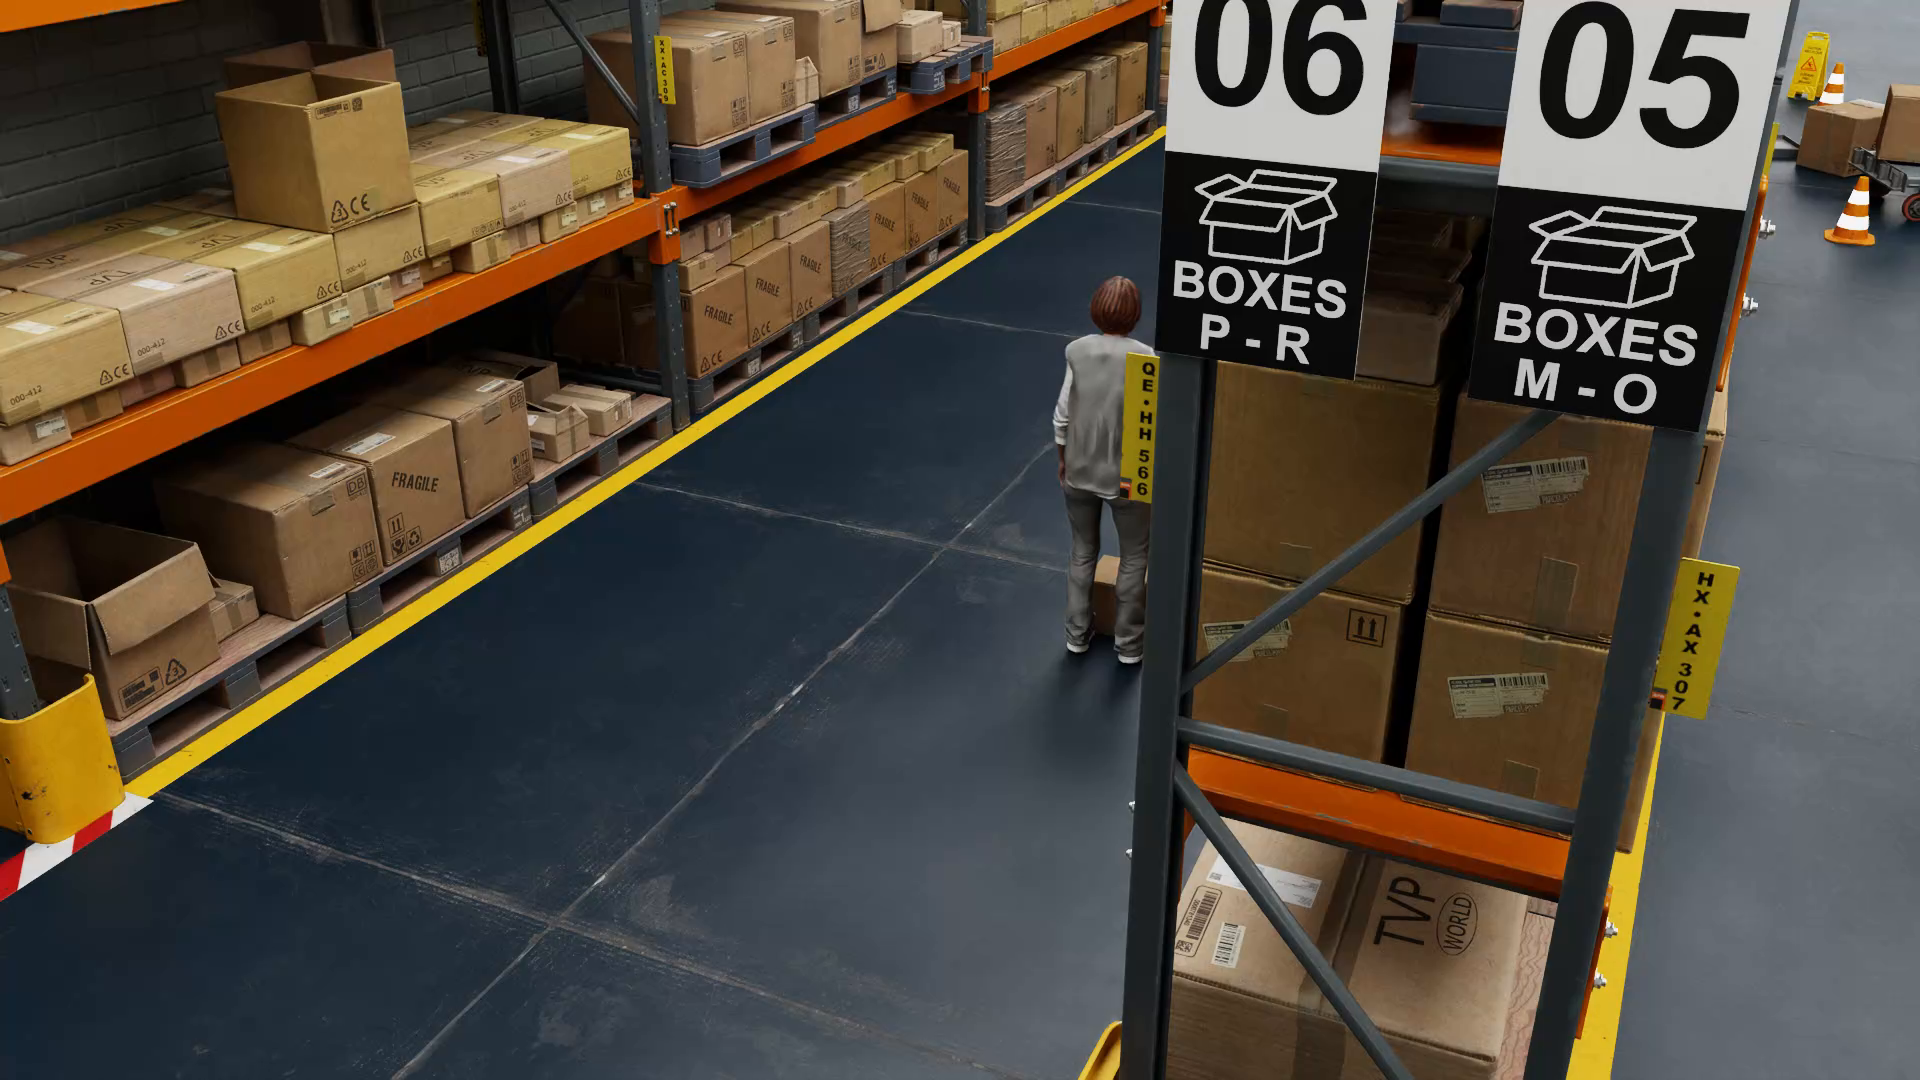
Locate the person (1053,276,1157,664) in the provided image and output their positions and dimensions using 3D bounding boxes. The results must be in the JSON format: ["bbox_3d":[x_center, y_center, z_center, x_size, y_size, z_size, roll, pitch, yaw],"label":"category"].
[{"bbox_3d":[0.597,-0.258,6.643,0.466,1.593,0.349,12,29,22],"label":"person"}]
